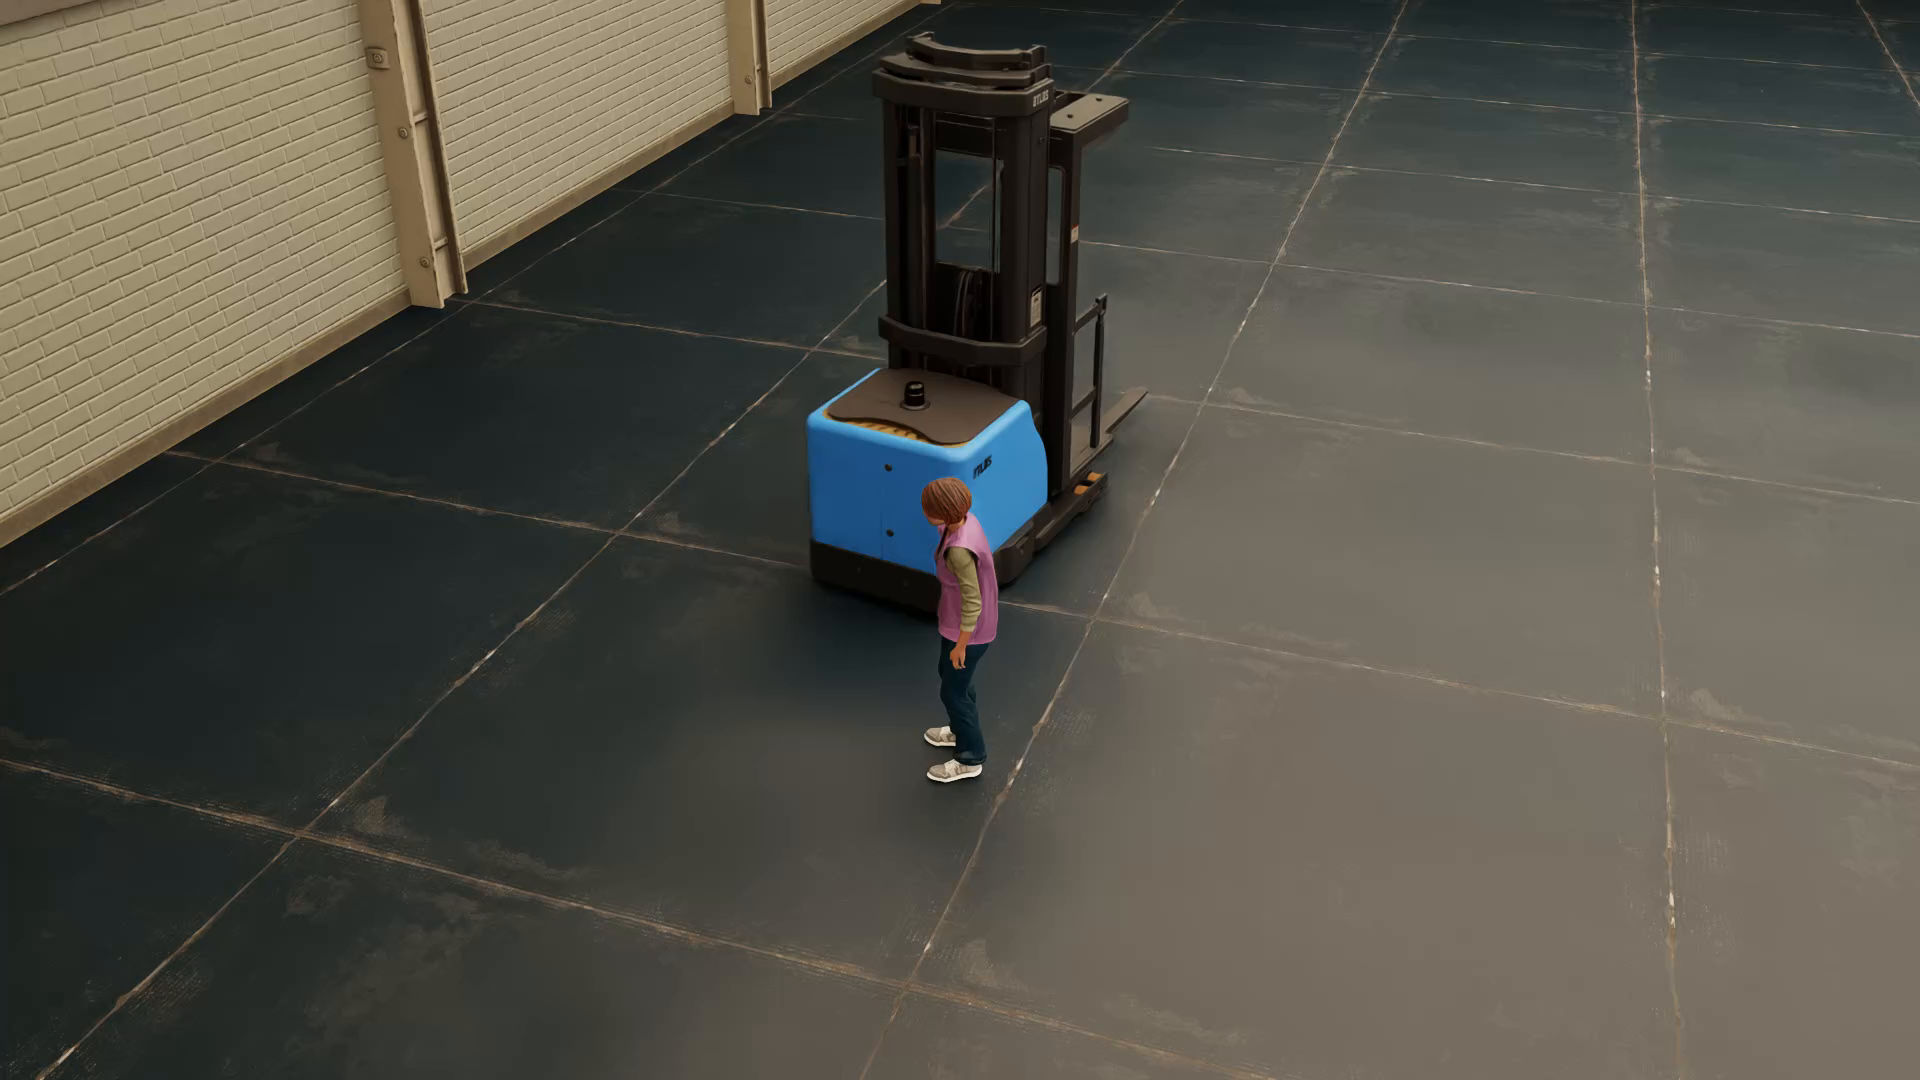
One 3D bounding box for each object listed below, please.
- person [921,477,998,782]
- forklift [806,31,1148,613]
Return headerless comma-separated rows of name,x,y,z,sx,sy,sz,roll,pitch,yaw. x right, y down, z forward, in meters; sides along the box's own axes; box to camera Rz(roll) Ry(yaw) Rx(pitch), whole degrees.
person,-0.001,0.406,7.778,0.348,1.590,0.474,-2,30,-3
forklift,0.281,-1.546,9.849,1.130,2.935,3.031,15,33,24
